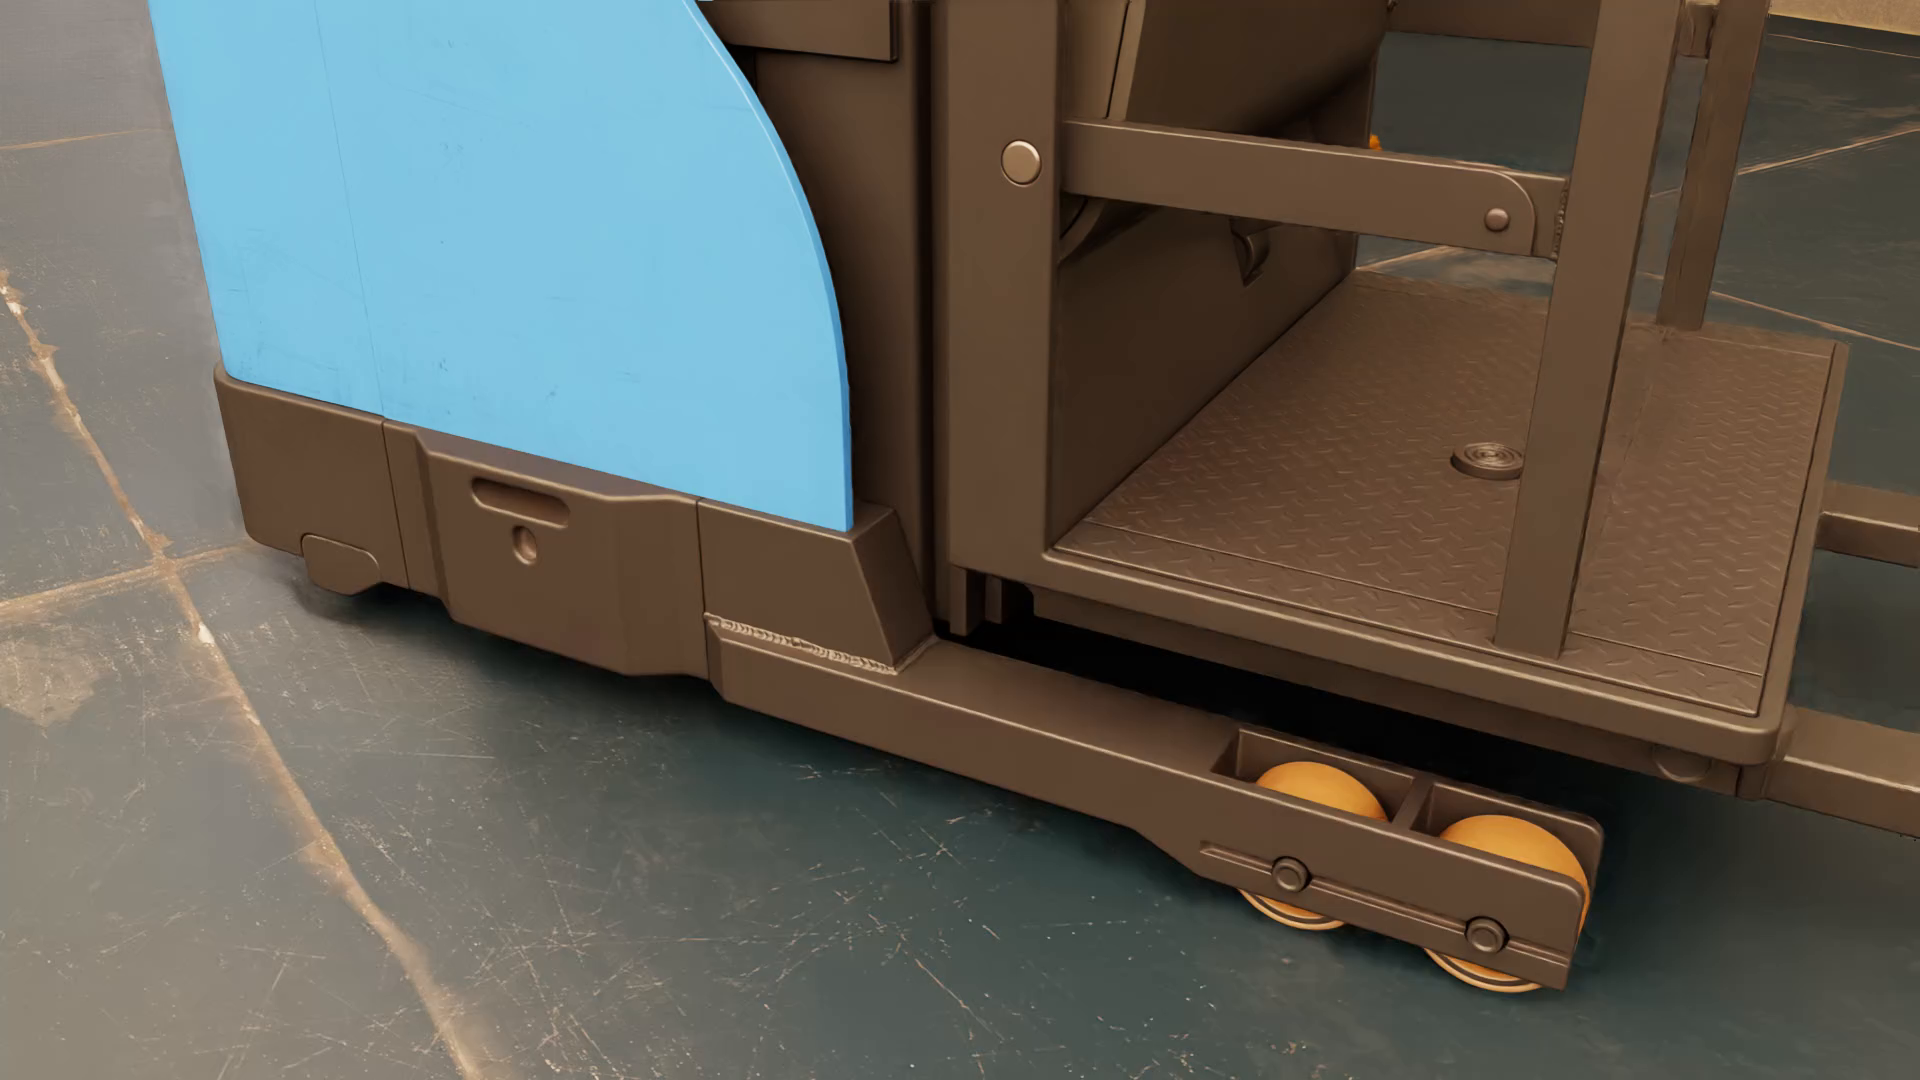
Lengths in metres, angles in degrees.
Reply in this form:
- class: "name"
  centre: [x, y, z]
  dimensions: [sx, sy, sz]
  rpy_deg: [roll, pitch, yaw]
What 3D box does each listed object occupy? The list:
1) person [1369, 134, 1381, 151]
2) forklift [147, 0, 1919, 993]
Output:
- class: "person"
  centre: [0.799, -1.714, 4.298]
  dimensions: [0.775, 1.539, 0.898]
  rpy_deg: [-9, 28, -17]
- class: "forklift"
  centre: [0.518, -1.143, 1.510]
  dimensions: [3.031, 2.935, 1.130]
  rpy_deg: [14, 30, 25]
